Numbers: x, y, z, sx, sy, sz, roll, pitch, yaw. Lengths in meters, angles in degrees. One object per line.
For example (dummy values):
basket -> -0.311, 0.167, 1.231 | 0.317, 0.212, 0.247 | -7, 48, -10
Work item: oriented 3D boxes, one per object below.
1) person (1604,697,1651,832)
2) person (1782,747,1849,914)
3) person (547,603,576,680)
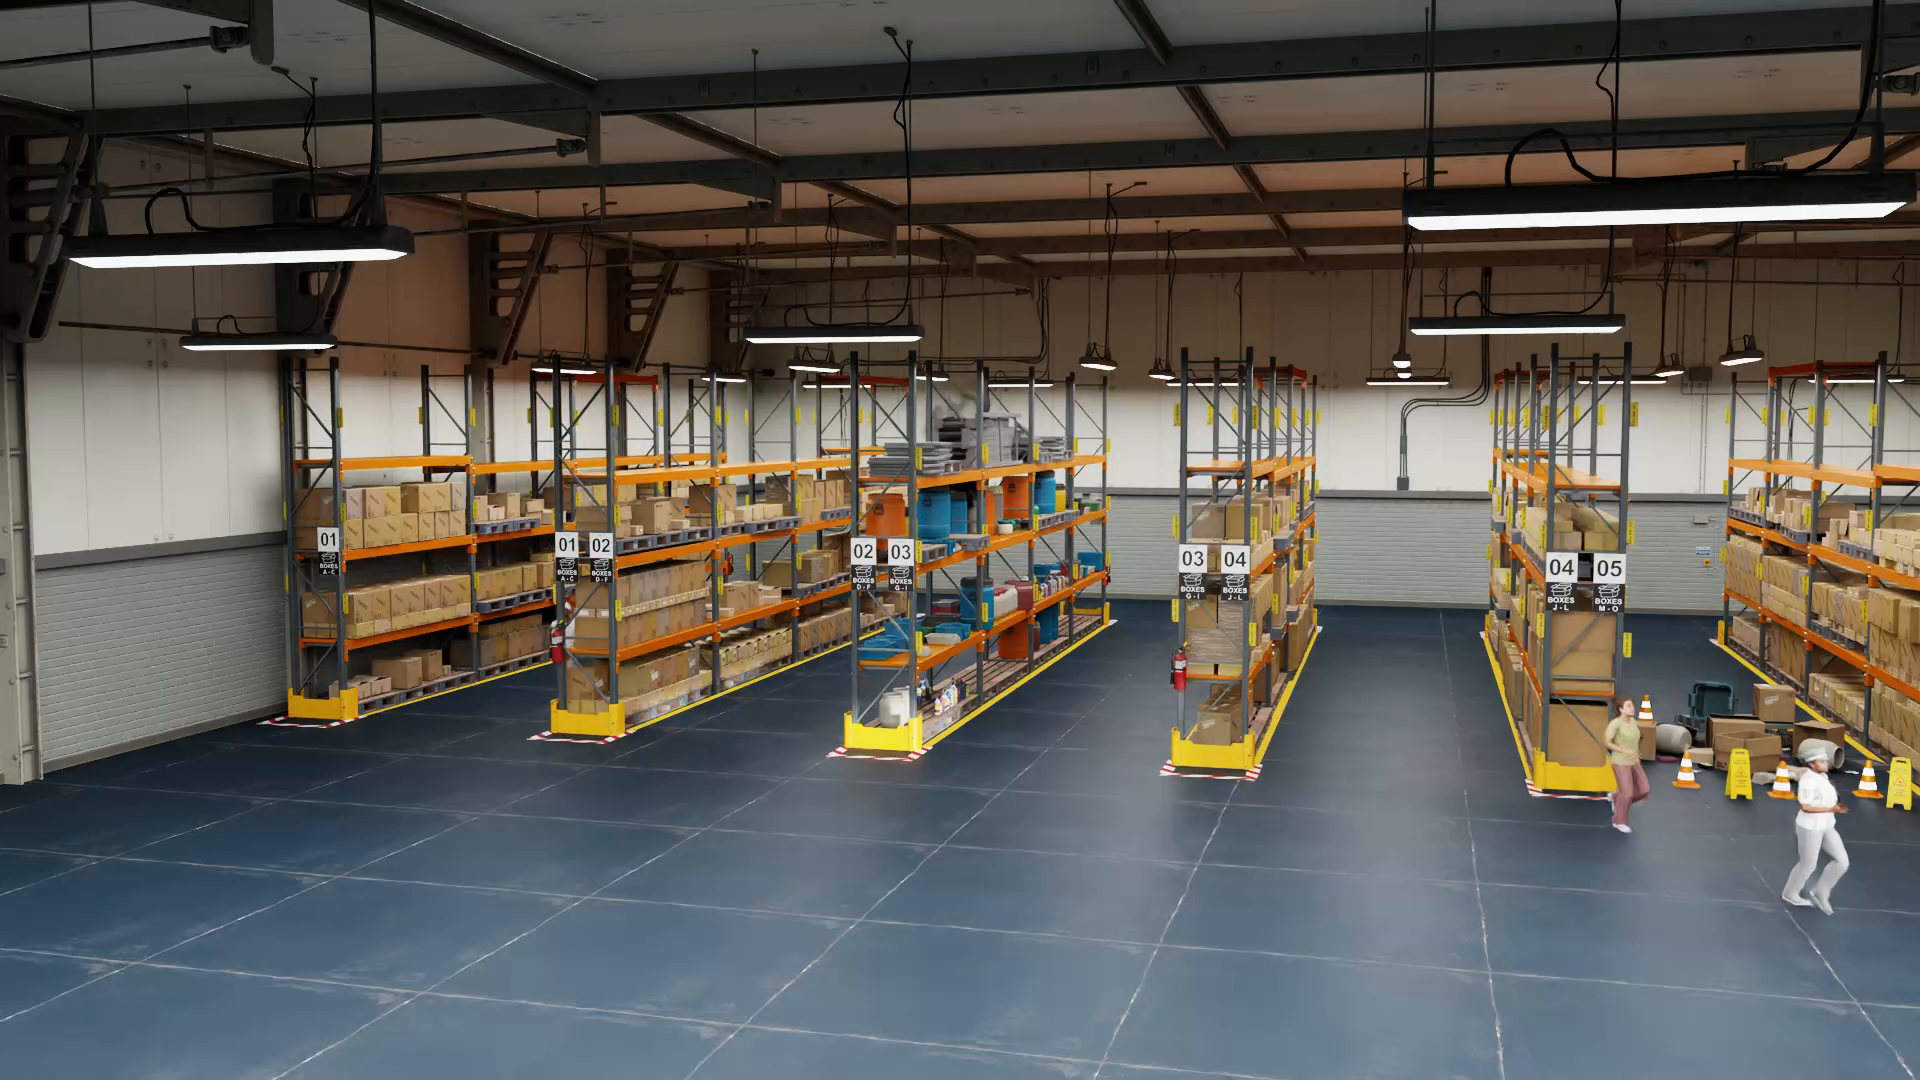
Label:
person -> 8.059, 2.711, 20.158 | 0.617, 1.636, 0.561 | -2, 5, -28
person -> 8.674, 2.937, 16.792 | 0.559, 1.722, 0.677 | -3, 5, -32
person -> -7.007, 1.973, 29.560 | 0.696, 1.718, 0.605 | 0, 4, 5
